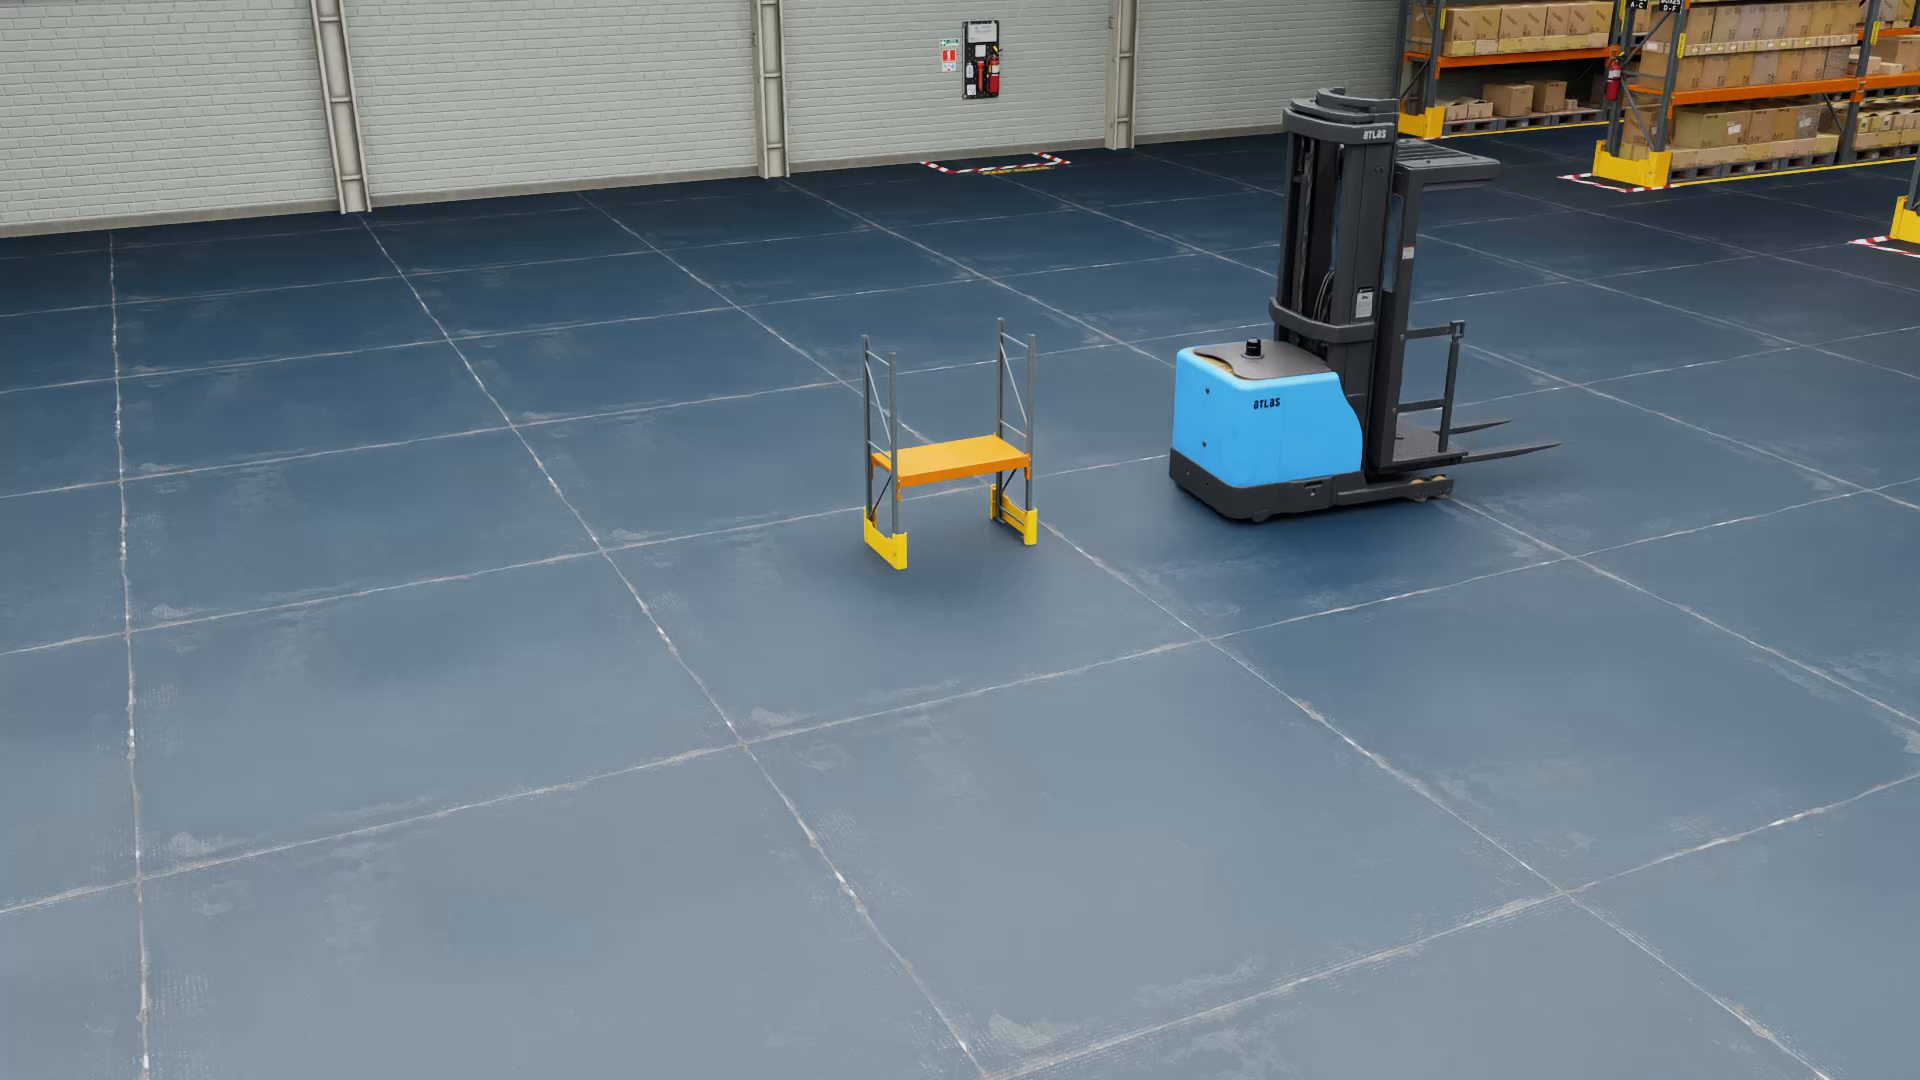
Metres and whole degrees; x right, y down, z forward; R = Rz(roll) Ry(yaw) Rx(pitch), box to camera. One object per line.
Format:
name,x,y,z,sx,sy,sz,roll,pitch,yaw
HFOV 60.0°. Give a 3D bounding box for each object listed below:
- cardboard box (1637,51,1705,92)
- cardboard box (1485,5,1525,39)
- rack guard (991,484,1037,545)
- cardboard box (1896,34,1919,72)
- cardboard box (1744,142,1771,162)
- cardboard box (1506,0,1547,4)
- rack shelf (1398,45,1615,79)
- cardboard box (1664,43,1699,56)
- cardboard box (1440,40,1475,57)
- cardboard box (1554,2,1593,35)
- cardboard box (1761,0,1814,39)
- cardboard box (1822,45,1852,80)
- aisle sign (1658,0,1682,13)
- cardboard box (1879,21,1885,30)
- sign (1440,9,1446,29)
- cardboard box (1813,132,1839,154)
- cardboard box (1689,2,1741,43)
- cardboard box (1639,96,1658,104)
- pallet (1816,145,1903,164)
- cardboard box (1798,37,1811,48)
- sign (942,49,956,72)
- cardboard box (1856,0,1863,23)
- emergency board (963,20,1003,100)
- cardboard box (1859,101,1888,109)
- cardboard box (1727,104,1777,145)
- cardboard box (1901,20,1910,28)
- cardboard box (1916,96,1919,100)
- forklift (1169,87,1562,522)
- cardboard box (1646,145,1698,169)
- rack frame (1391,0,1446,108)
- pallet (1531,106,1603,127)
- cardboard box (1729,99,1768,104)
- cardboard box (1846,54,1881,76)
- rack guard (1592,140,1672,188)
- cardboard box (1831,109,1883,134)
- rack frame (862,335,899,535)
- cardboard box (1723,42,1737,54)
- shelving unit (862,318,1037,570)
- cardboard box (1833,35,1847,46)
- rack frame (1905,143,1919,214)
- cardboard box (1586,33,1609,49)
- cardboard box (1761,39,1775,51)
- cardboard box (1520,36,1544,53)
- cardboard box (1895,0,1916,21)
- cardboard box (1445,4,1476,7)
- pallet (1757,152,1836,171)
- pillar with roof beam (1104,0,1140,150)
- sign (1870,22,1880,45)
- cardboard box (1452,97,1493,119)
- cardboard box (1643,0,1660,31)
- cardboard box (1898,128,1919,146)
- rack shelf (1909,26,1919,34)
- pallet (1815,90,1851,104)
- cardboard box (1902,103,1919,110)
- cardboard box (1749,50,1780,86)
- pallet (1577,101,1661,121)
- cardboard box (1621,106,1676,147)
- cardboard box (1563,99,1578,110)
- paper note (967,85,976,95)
cardboard box,10.343,-6.835,24.210,0.500,0.500,0.700,-10,25,-24
cardboard box,9.244,-8.847,28.389,0.500,0.500,0.500,-11,25,-25
rack guard,0.380,-0.185,11.871,0.087,0.250,0.587,-10,25,-24
cardboard box,15.147,-7.718,26.342,0.500,0.500,0.500,-10,25,-24
cardboard box,11.849,-5.900,25.127,0.500,0.250,0.500,-10,25,-24
cardboard box,9.936,-9.201,29.246,0.500,0.500,0.500,-10,24,-22
rack shelf,9.568,-8.422,29.114,4.000,0.370,1.077,-10,25,-24
cardboard box,10.364,-7.053,23.887,0.250,0.149,0.380,-11,25,-24
cardboard box,8.343,-8.334,28.131,0.500,0.250,0.500,-11,25,-25
cardboard box,10.631,-9.103,29.008,0.500,0.500,0.500,-11,25,-24
cardboard box,12.218,-7.782,24.801,0.500,0.500,0.700,-10,25,-24
cardboard box,13.124,-7.350,25.453,0.500,0.500,0.700,-11,25,-25
aisle sign,9.991,-7.801,23.274,0.004,0.787,0.394,-10,25,-24
cardboard box,17.714,-10.011,32.315,0.250,0.149,0.380,-10,25,-24
sign,8.001,-8.635,27.558,0.005,0.325,0.100,-10,25,-24
cardboard box,13.198,-6.151,25.733,0.500,0.250,0.500,-10,25,-24
cardboard box,10.863,-7.532,24.198,0.500,0.500,0.700,-11,25,-25
cardboard box,12.470,-8.365,30.730,0.500,0.500,0.700,-11,25,-25
pallet,14.168,-6.227,26.516,1.213,0.211,1.003,-10,25,-24
cardboard box,12.452,-7.438,24.819,0.250,0.149,0.380,-11,25,-24
sign,-0.171,-7.405,25.670,0.234,0.329,0.001,-10,25,-24
cardboard box,16.912,-10.189,31.898,0.500,0.500,0.500,-10,24,-22
emergency board,0.371,-7.445,25.813,0.643,1.169,0.194,-10,25,-24
cardboard box,14.679,-6.898,26.806,0.500,0.311,0.500,-11,25,-24
cardboard box,11.850,-6.246,24.983,0.500,0.500,0.500,-10,25,-24
cardboard box,18.396,-10.152,32.657,0.250,0.149,0.380,-10,25,-23
cardboard box,16.057,-7.150,27.414,0.500,0.311,0.500,-11,25,-25
forklift,3.173,-1.819,12.311,3.031,2.935,1.130,-8,24,-19
cardboard box,10.497,-5.652,24.528,0.500,0.250,0.500,-10,25,-24
rack frame,7.765,-8.422,28.175,0.127,3.000,1.000,-10,25,-24
pallet,10.780,-7.674,30.013,1.213,0.211,1.003,-10,25,-24
cardboard box,12.067,-6.515,25.631,0.500,0.500,0.500,-10,25,-24
cardboard box,13.946,-7.407,25.918,0.500,0.250,0.500,-9,24,-20
rack guard,9.896,-5.557,24.521,0.348,0.500,1.175,-10,25,-24
cardboard box,14.002,-6.545,25.952,0.500,0.311,0.500,-10,25,-23
rack frame,-0.535,-0.595,11.225,0.032,1.500,0.500,-10,25,-24
cardboard box,11.055,-7.179,24.193,0.250,0.149,0.380,-11,25,-24
shelving unit,-0.069,-0.680,11.433,1.083,1.500,0.587,-10,25,-24
cardboard box,13.146,-7.566,25.127,0.250,0.149,0.380,-11,25,-25
rack frame,12.062,-5.008,19.927,0.127,3.000,1.000,-10,25,-24
cardboard box,11.074,-8.843,29.361,0.500,0.250,0.500,-10,25,-23
cardboard box,11.750,-7.307,24.502,0.250,0.149,0.380,-10,25,-23
cardboard box,9.723,-8.590,28.751,0.500,0.250,0.500,-10,25,-23
cardboard box,18.272,-10.442,32.509,0.500,0.500,0.500,-11,25,-24
cardboard box,8.556,-8.940,28.616,0.500,0.500,0.500,-10,25,-23
pallet,12.787,-5.974,25.905,1.213,0.211,1.003,-10,25,-24
pillar with roof beam,4.482,-9.130,22.040,0.400,9.000,9.100,-10,25,-24
sign,13.764,-7.625,25.013,0.005,0.325,0.100,-10,25,-24
cardboard box,8.942,-7.562,29.036,0.500,0.311,0.500,-8,24,-19
cardboard box,12.350,-9.498,30.068,0.500,0.500,0.700,-8,24,-18
cardboard box,14.919,-6.456,26.470,0.500,0.250,0.500,-11,25,-25
rack shelf,20.380,-10.412,33.923,4.000,0.370,1.077,-10,25,-24
pallet,16.815,-8.767,32.653,1.213,0.211,1.003,-10,25,-24
cardboard box,15.387,-6.800,26.569,0.500,0.311,0.500,-10,24,-22
cardboard box,11.737,-7.093,24.832,0.500,0.500,0.700,-10,24,-22
pallet,12.071,-7.927,30.625,1.213,0.211,1.003,-10,25,-24
cardboard box,10.271,-6.177,24.817,0.500,0.500,0.500,-10,25,-24
cardboard box,10.901,-7.881,29.996,0.250,0.166,0.380,-14,26,-30
paper note,0.182,-7.032,25.968,0.142,0.148,0.016,-10,25,-24
